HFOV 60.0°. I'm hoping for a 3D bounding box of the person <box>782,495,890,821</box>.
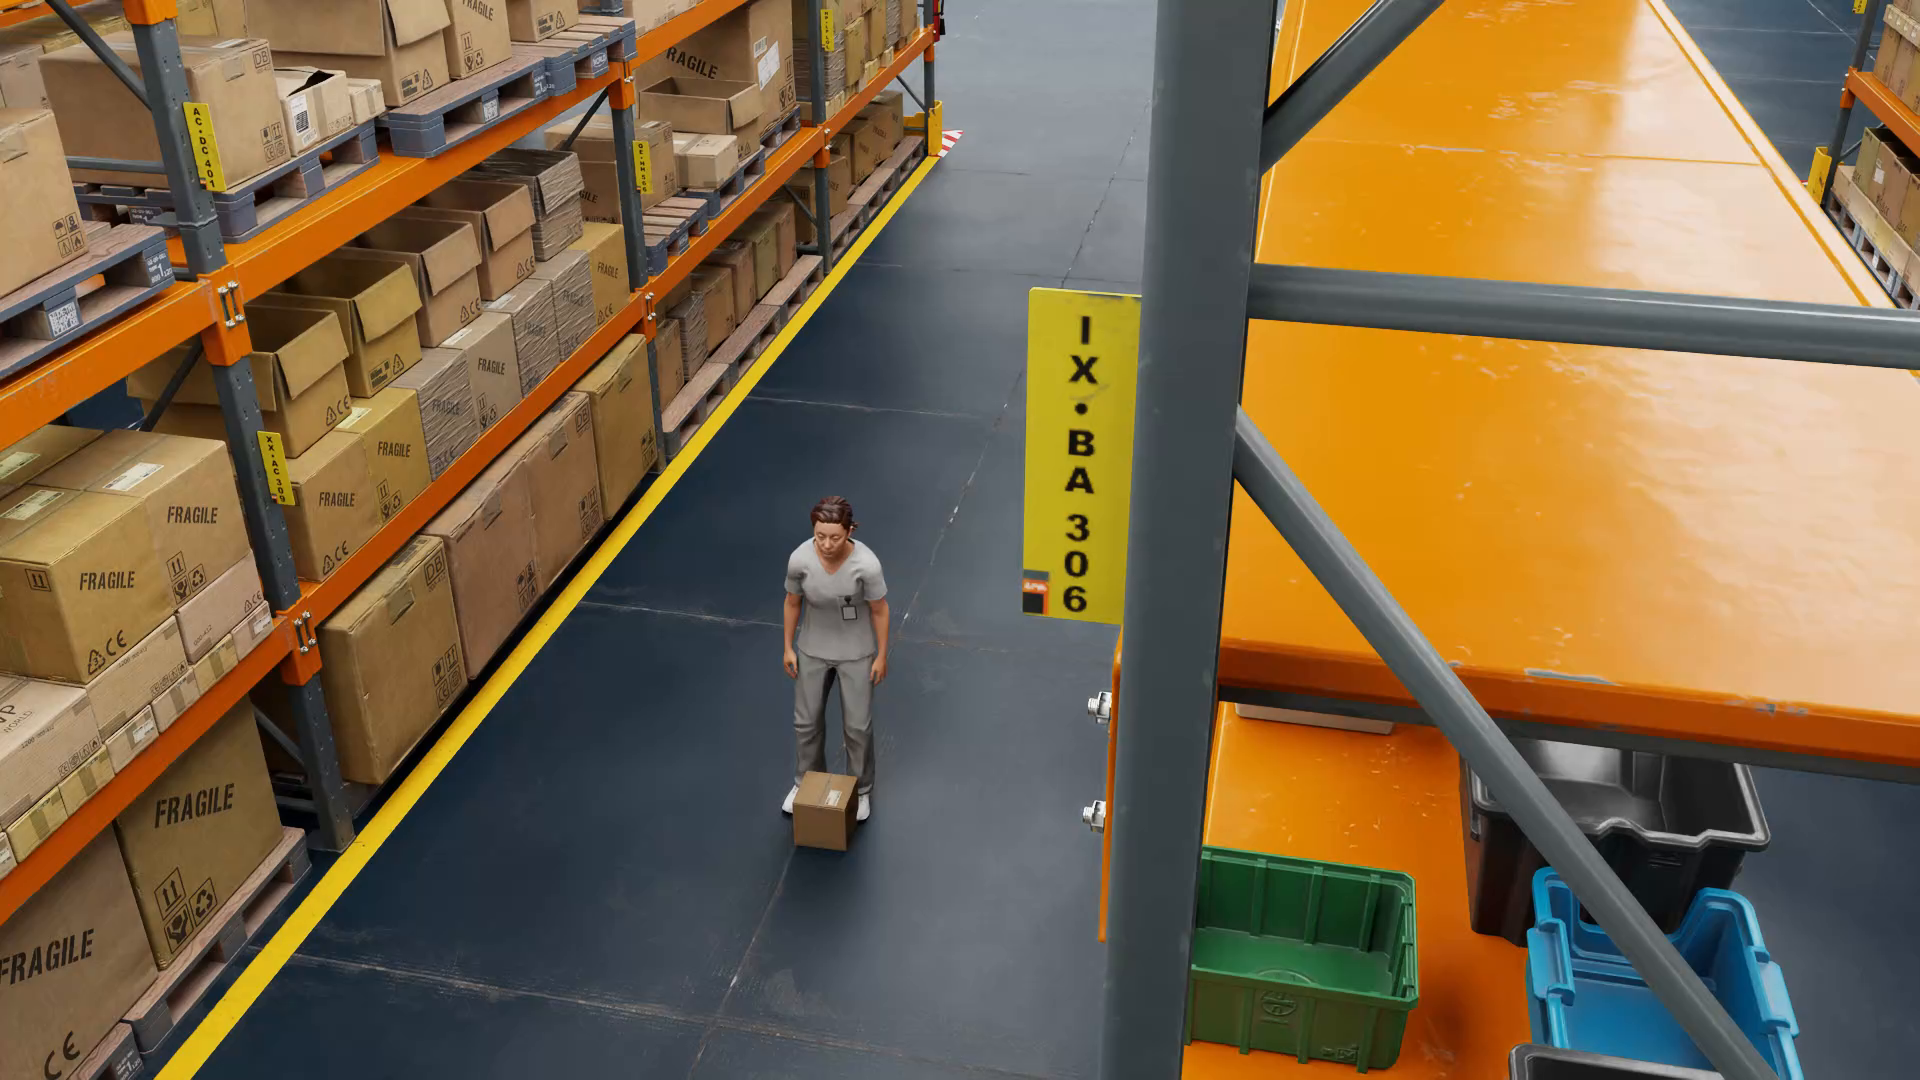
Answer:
[{"bbox_3d":[-0.579,0.554,7.670,0.514,1.616,0.356,4,29,8],"label":"person"}]
